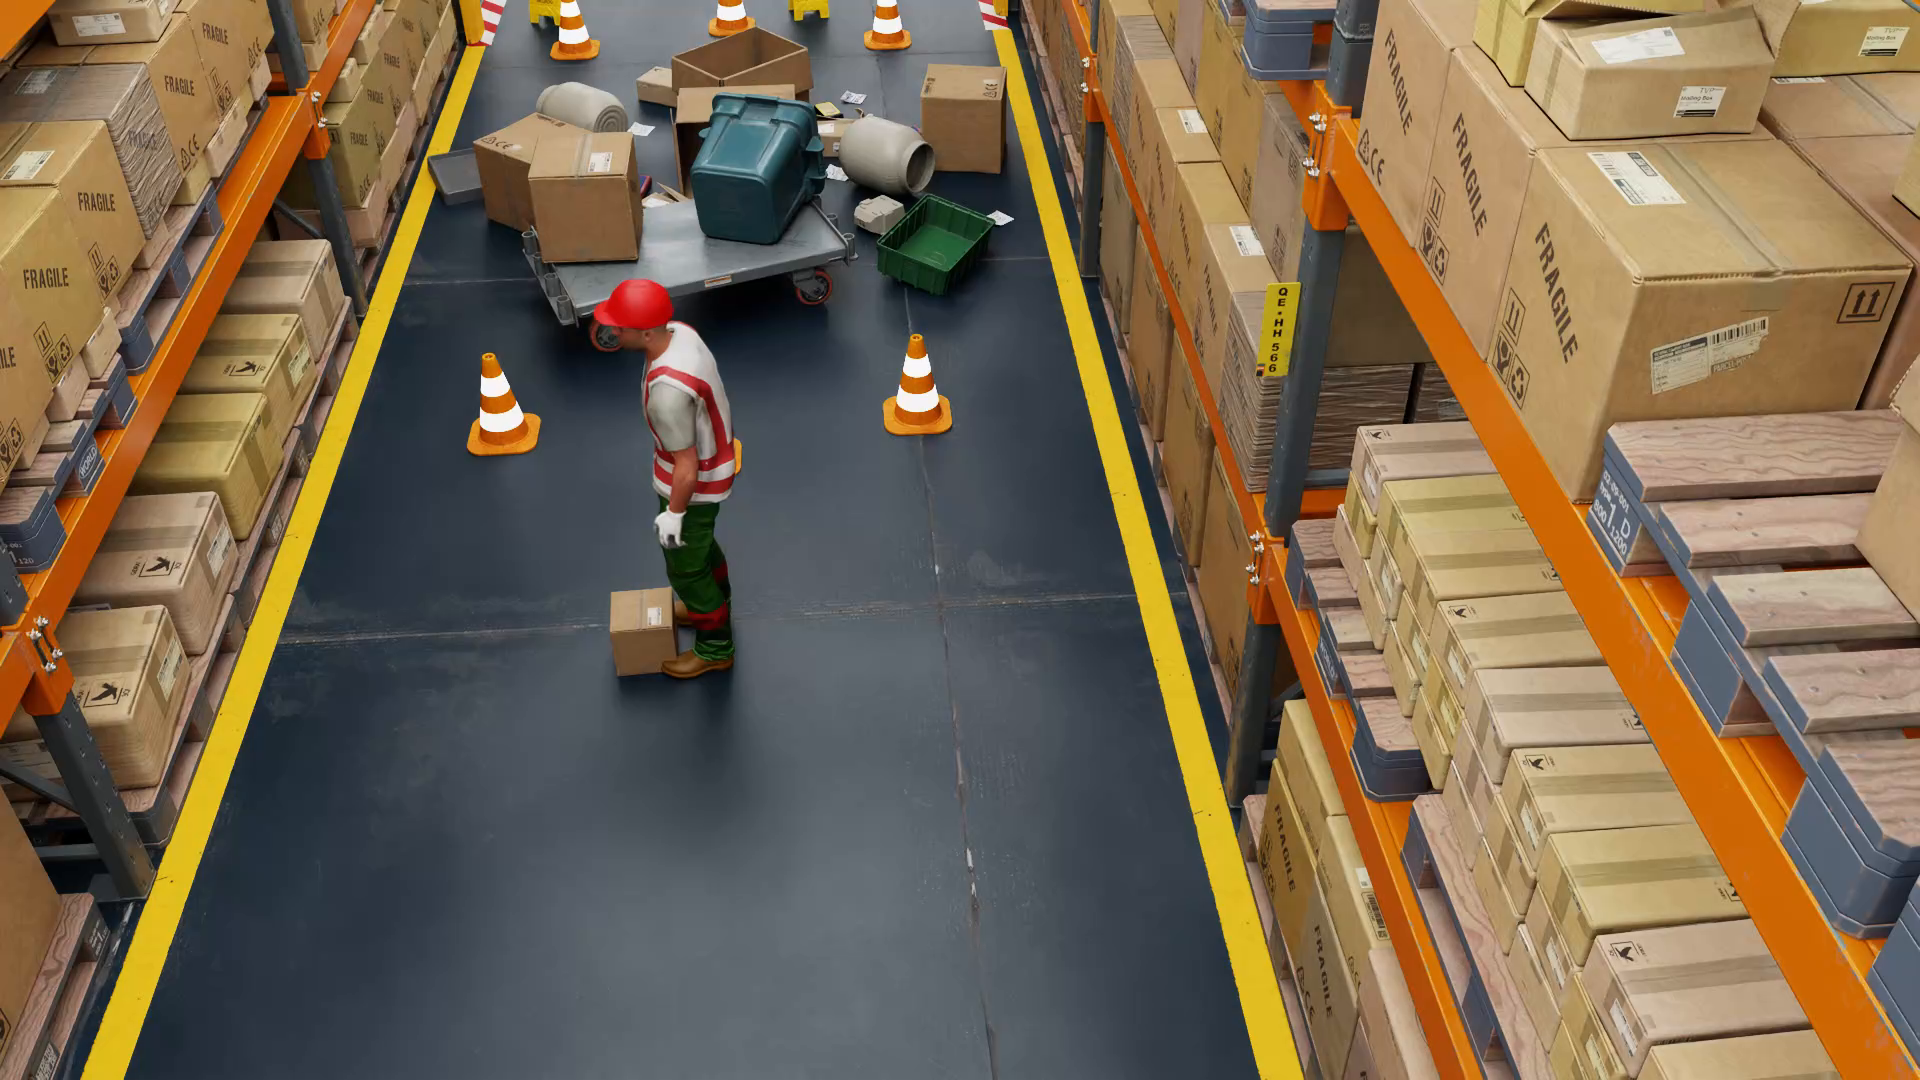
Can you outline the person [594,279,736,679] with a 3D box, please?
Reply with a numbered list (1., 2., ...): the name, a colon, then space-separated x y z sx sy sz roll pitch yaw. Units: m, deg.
1. person: -1.083 -0.237 6.436 0.449 1.780 0.607 -3 39 -4
